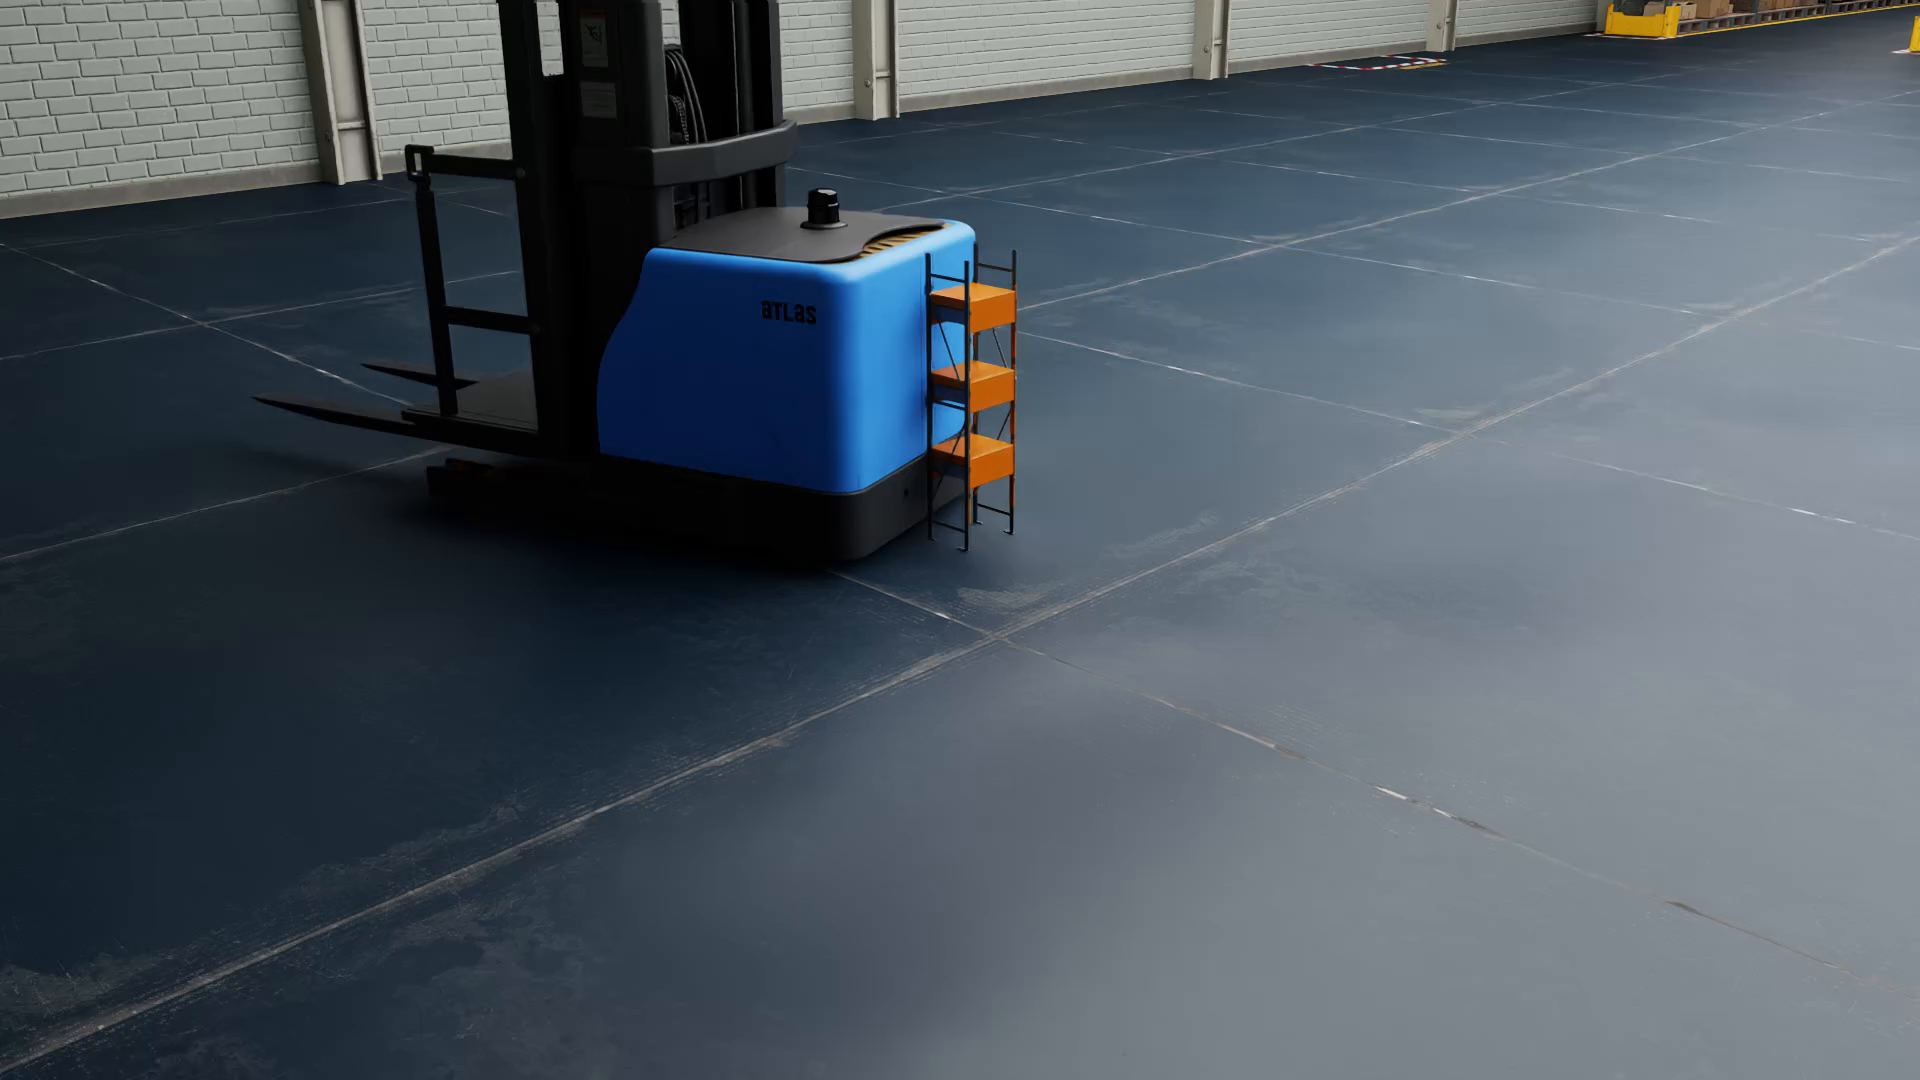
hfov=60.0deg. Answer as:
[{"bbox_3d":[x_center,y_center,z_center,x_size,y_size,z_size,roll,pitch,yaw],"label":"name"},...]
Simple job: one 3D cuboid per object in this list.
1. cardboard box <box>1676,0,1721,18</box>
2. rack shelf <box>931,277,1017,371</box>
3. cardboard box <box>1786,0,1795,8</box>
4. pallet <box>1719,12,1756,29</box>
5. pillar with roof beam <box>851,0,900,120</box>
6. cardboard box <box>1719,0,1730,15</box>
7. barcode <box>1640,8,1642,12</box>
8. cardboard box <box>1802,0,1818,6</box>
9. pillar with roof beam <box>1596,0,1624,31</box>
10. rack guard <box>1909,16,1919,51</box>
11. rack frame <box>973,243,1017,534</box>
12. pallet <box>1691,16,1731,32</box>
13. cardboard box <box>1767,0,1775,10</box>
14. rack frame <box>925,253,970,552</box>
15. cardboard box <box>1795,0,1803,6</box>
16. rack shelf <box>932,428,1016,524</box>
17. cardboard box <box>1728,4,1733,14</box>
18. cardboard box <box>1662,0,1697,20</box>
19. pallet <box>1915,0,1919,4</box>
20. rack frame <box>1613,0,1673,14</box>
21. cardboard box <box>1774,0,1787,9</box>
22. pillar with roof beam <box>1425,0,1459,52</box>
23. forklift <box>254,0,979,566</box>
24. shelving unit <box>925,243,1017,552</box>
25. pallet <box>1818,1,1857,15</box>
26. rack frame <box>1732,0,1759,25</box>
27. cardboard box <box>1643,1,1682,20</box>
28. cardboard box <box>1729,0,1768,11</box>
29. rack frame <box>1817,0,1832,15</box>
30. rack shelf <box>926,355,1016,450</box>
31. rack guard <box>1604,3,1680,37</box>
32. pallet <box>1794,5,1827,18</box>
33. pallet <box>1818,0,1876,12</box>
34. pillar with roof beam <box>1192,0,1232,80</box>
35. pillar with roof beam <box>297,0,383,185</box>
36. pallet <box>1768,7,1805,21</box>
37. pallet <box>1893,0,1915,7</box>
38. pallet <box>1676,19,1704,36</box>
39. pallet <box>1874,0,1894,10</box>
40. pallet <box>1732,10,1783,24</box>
[{"bbox_3d":[13.285,-9.701,30.003,0.700,0.500,0.500,17,27,37],"label":"cardboard box"},{"bbox_3d":[0.040,-0.759,5.823,0.215,0.259,0.240,18,28,40],"label":"rack shelf"},{"bbox_3d":[16.139,-10.843,32.975,0.700,0.500,0.500,19,28,40],"label":"cardboard box"},{"bbox_3d":[14.140,-9.729,31.093,1.003,0.211,1.213,19,28,41],"label":"pallet"},{"bbox_3d":[2.189,-7.676,13.504,9.100,9.000,0.400,19,28,41],"label":"pillar with roof beam"},{"bbox_3d":[13.887,-9.974,30.714,0.500,0.500,0.500,17,27,37],"label":"cardboard box"},{"bbox_3d":[12.066,-9.399,29.468,0.001,0.075,0.075,19,28,41],"label":"barcode"},{"bbox_3d":[16.908,-11.081,33.594,0.500,0.500,0.700,-20,29,-41],"label":"cardboard box"},{"bbox_3d":[14.745,-12.303,25.542,9.100,9.000,0.400,19,28,41],"label":"pillar with roof beam"},{"bbox_3d":[15.327,-7.772,25.599,1.175,0.500,0.348,19,28,41],"label":"rack guard"},{"bbox_3d":[0.124,-0.536,6.004,0.200,1.050,0.008,18,28,40],"label":"rack frame"},{"bbox_3d":[13.288,-9.414,30.273,1.003,0.211,1.213,19,28,41],"label":"pallet"},{"bbox_3d":[15.409,-10.590,32.316,0.700,0.500,0.500,19,28,40],"label":"cardboard box"},{"bbox_3d":[-0.043,-0.471,5.837,0.200,1.050,0.008,18,28,40],"label":"rack frame"},{"bbox_3d":[16.466,-10.978,33.325,0.700,0.500,0.500,19,28,41],"label":"cardboard box"},{"bbox_3d":[0.041,-0.234,6.024,0.215,0.259,0.240,18,28,40],"label":"rack shelf"},{"bbox_3d":[14.231,-9.950,31.117,0.380,0.166,0.250,15,26,34],"label":"cardboard box"},{"bbox_3d":[12.737,-9.436,29.579,0.500,0.311,0.500,-17,27,-38],"label":"cardboard box"},{"bbox_3d":[21.601,-12.458,38.193,1.003,0.211,1.213,19,28,41],"label":"pallet"},{"bbox_3d":[11.792,-10.184,28.390,1.000,3.000,0.127,19,28,41],"label":"rack frame"},{"bbox_3d":[15.794,-10.711,32.631,0.700,0.500,0.500,20,28,41],"label":"cardboard box"},{"bbox_3d":[10.560,-10.761,21.529,9.100,9.000,0.400,19,28,41],"label":"pillar with roof beam"},{"bbox_3d":[-1.481,-1.627,6.223,3.031,2.935,1.130,10,23,25],"label":"forklift"},{"bbox_3d":[0.041,-0.504,5.921,0.215,1.050,0.252,18,28,40],"label":"shelving unit"},{"bbox_3d":[17.977,-11.123,34.718,1.003,0.211,1.213,19,28,41],"label":"pallet"},{"bbox_3d":[14.583,-11.212,31.065,1.000,3.000,0.127,19,28,41],"label":"rack frame"},{"bbox_3d":[12.340,-9.290,29.197,0.500,0.311,0.500,15,26,35],"label":"cardboard box"},{"bbox_3d":[15.084,-10.444,31.937,0.500,0.500,0.700,-19,28,-40],"label":"cardboard box"},{"bbox_3d":[17.373,-12.240,33.740,1.000,3.000,0.127,19,28,41],"label":"rack frame"},{"bbox_3d":[0.041,-0.494,5.924,0.215,0.259,0.240,18,28,40],"label":"rack shelf"},{"bbox_3d":[11.845,-9.037,28.889,1.175,0.500,0.348,19,28,41],"label":"rack guard"},{"bbox_3d":[16.827,-10.738,33.719,1.003,0.211,1.213,19,28,41],"label":"pallet"},{"bbox_3d":[18.828,-11.435,35.530,1.003,0.211,1.213,19,28,41],"label":"pallet"},{"bbox_3d":[6.374,-9.219,17.516,9.100,9.000,0.400,19,28,41],"label":"pillar with roof beam"},{"bbox_3d":[-1.997,-6.134,9.491,9.100,9.000,0.400,19,28,41],"label":"pillar with roof beam"},{"bbox_3d":[15.976,-10.426,32.907,1.003,0.211,1.213,19,28,41],"label":"pallet"},{"bbox_3d":[20.750,-12.143,37.373,1.003,0.211,1.213,19,28,41],"label":"pallet"},{"bbox_3d":[12.437,-9.102,29.461,1.003,0.211,1.213,19,28,41],"label":"pallet"},{"bbox_3d":[19.679,-11.750,36.350,1.003,0.211,1.213,19,28,41],"label":"pallet"},{"bbox_3d":[15.125,-10.111,32.087,1.003,0.211,1.213,19,28,41],"label":"pallet"}]
